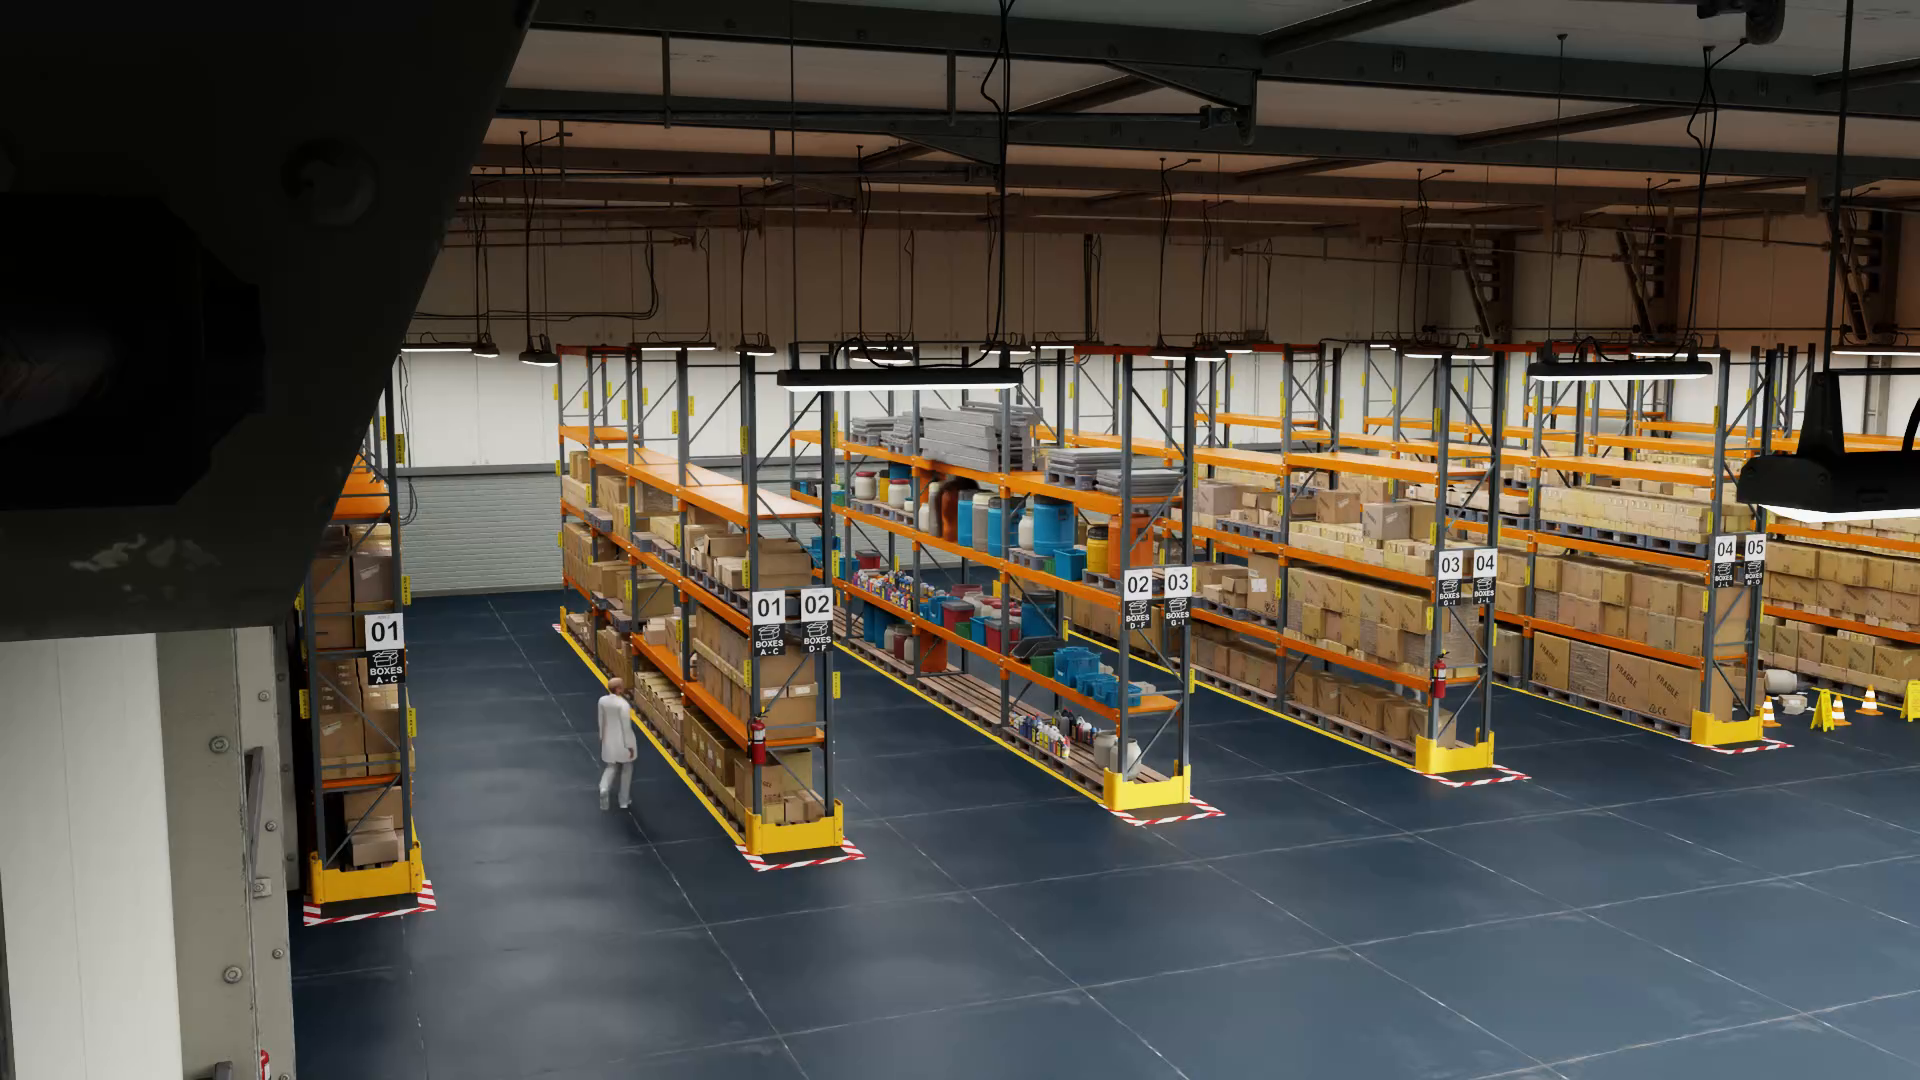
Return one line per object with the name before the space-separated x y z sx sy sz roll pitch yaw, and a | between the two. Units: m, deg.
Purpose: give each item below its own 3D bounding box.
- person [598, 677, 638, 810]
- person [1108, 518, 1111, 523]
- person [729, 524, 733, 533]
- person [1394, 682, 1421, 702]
person | -4.524 2.677 21.835 0.536 1.764 0.778 2 7 12
person | 3.776 0.255 41.397 0.658 1.630 0.480 -5 9 -32
person | -5.334 0.510 38.902 0.494 1.778 0.562 -1 7 -11
person | 7.413 2.003 27.571 0.530 1.671 0.434 6 9 38
